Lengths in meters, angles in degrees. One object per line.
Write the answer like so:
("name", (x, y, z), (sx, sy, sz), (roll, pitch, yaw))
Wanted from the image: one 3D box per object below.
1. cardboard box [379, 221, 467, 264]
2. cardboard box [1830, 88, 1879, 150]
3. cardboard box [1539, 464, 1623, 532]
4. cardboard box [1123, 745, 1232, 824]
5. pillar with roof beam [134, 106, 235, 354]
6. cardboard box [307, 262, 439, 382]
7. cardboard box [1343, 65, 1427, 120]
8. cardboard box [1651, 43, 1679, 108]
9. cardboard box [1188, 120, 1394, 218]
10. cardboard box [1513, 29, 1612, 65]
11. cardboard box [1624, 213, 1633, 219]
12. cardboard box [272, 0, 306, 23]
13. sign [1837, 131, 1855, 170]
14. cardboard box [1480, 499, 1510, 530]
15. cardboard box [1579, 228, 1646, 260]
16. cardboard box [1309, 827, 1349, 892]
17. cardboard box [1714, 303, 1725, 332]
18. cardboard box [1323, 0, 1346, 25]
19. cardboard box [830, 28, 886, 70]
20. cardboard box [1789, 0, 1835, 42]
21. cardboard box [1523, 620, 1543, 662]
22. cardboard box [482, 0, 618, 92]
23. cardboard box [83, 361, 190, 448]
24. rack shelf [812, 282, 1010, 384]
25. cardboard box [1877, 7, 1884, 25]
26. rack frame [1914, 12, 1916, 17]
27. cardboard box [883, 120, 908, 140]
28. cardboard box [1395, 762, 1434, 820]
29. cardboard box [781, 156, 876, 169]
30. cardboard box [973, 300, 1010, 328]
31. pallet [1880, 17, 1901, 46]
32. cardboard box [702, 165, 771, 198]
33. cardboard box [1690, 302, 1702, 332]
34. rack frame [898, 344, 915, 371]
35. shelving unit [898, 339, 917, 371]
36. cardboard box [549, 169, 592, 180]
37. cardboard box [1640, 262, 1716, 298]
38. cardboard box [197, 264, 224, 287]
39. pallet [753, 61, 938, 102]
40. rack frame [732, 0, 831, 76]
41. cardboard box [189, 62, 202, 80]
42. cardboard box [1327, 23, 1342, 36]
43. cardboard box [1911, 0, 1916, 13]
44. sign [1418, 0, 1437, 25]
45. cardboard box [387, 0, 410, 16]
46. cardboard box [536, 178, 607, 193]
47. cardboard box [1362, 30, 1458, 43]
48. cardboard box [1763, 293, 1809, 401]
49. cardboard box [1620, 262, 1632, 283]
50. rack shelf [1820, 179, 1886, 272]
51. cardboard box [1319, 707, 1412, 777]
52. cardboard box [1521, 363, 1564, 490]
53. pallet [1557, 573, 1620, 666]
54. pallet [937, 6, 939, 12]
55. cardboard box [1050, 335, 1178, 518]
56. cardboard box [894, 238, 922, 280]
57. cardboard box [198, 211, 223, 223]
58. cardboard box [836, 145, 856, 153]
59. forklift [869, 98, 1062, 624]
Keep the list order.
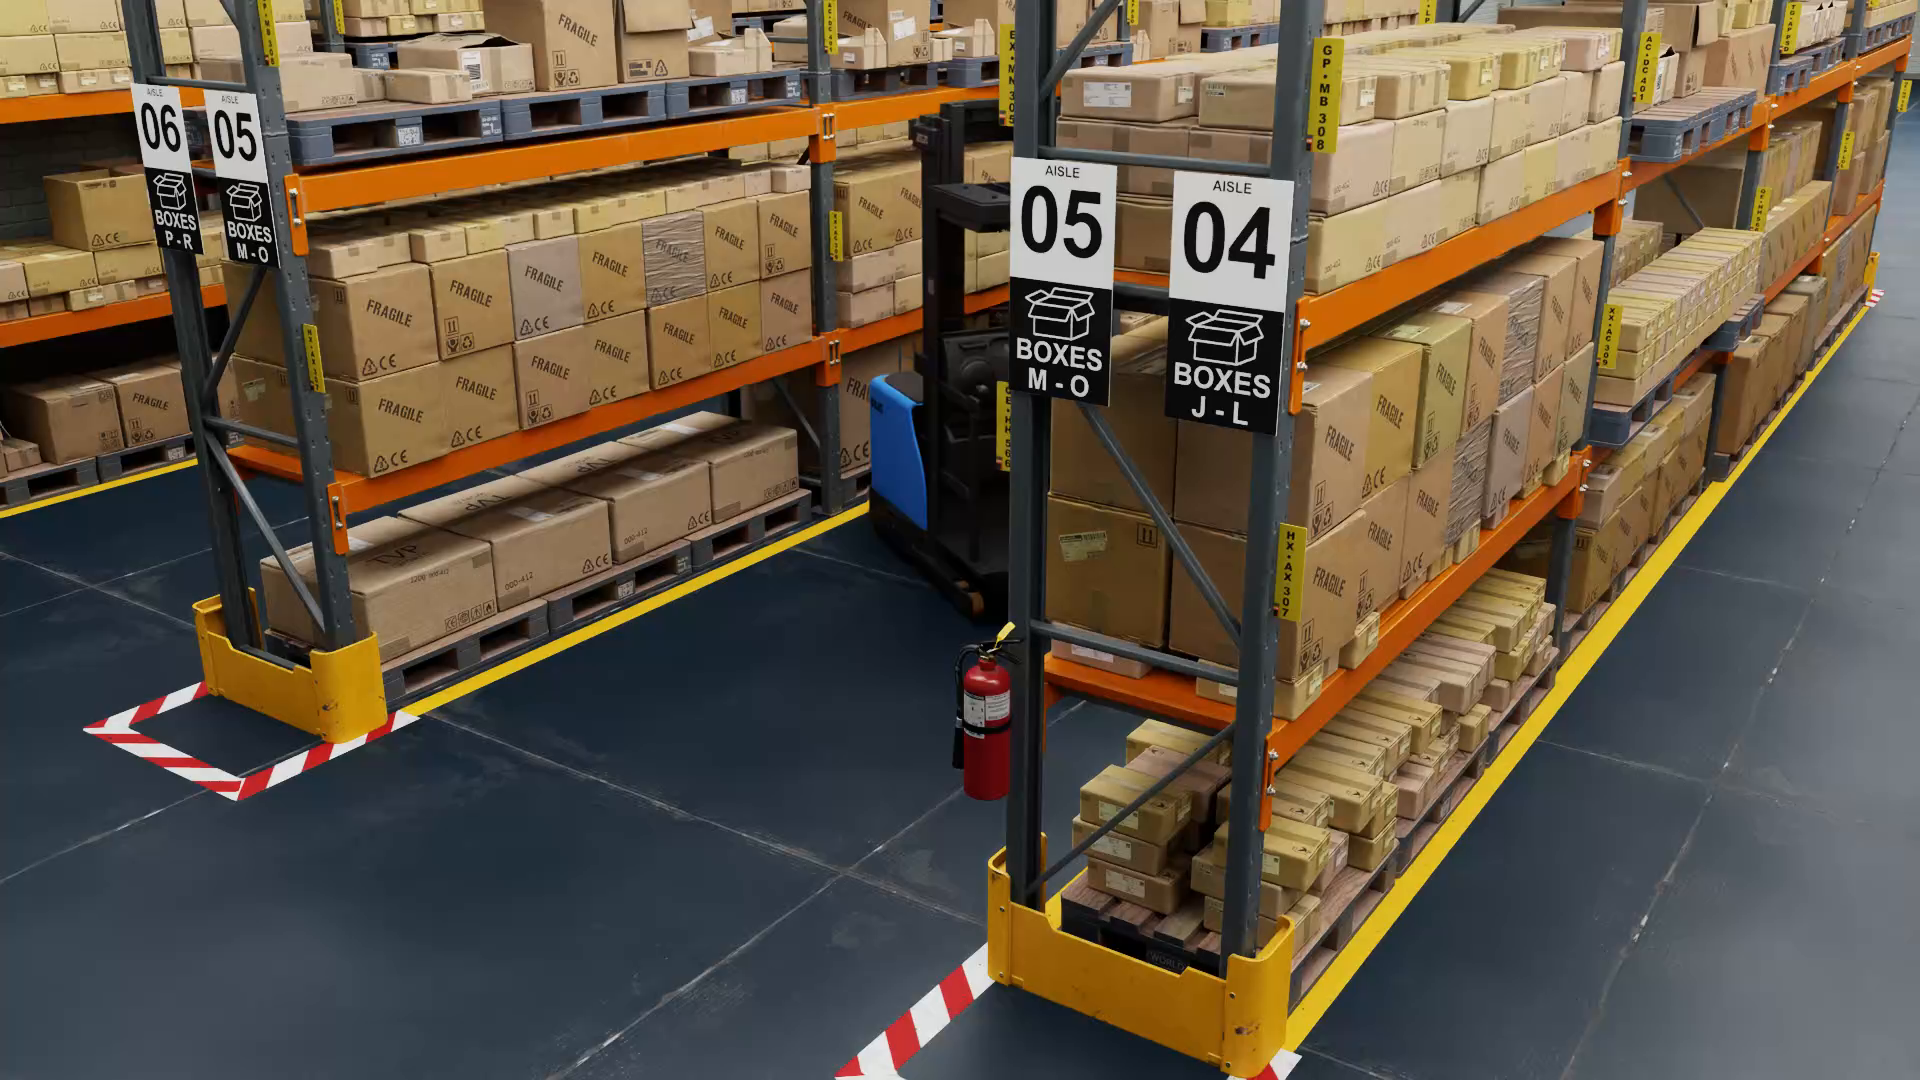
("cardboard box", (-2.772, -1.539, 8.581), (0.380, 0.149, 0.250), (14, 25, 33))
("cardboard box", (8.524, -4.175, 16.454), (0.875, 0.550, 0.500), (13, 24, 32))
("cardboard box", (3.503, -0.278, 9.609), (0.500, 0.250, 0.500), (12, 23, 29))
("cardboard box", (0.897, 1.006, 6.869), (0.380, 0.149, 0.250), (14, 24, 33))
("pillar with roof beam", (-2.965, -4.594, 10.715), (9.100, 9.000, 0.400), (13, 24, 32))
("cardboard box", (-3.025, -1.128, 8.405), (0.500, 0.500, 0.500), (13, 24, 31))
("cardboard box", (1.362, -1.533, 5.683), (0.380, 0.149, 0.250), (13, 24, 32))
("cardboard box", (3.538, -2.515, 8.939), (0.500, 0.311, 0.500), (13, 24, 31))
("cardboard box", (1.088, -1.242, 5.472), (0.500, 0.250, 0.500), (14, 24, 33))
("cardboard box", (2.779, -2.278, 7.697), (0.380, 0.149, 0.250), (14, 24, 33))
("cardboard box", (5.430, -2.260, 12.907), (0.500, 0.500, 0.500), (13, 24, 32))
("cardboard box", (-5.473, -4.163, 12.939), (0.500, 0.250, 0.500), (13, 24, 32))
("sign", (7.821, -3.439, 14.684), (0.100, 0.325, 0.005), (13, 24, 32))
("cardboard box", (2.355, -0.183, 7.797), (0.380, 0.149, 0.250), (12, 23, 30))
("cardboard box", (4.407, -2.005, 11.261), (0.380, 0.149, 0.250), (13, 24, 32))
("cardboard box", (1.328, 1.239, 6.666), (0.380, 0.149, 0.250), (13, 24, 32))
("cardboard box", (4.642, -1.444, 10.601), (0.380, 0.149, 0.250), (12, 23, 29))
("cardboard box", (3.690, -5.522, 17.332), (0.500, 0.250, 0.500), (13, 24, 31))
("cardboard box", (-0.711, -3.293, 11.110), (0.396, 0.266, 0.258), (13, 24, 31))
("cardboard box", (6.563, -4.099, 13.079), (0.500, 0.311, 0.500), (12, 24, 30))
("cardboard box", (2.813, 0.492, 8.686), (0.380, 0.149, 0.250), (12, 23, 29))
("cardboard box", (-2.273, -2.777, 9.230), (0.500, 0.500, 0.500), (14, 24, 33))
("cardboard box", (-6.322, -1.048, 12.773), (0.500, 0.500, 0.500), (14, 24, 33))
("rack shelf", (-0.157, -1.914, 13.152), (1.077, 0.370, 4.000), (13, 24, 32))
("cardboard box", (8.138, -4.753, 15.081), (0.380, 0.149, 0.250), (13, 24, 32))
("rack frame", (9.615, -6.998, 17.212), (1.000, 3.000, 0.127), (13, 24, 32))
("cardboard box", (-0.956, -4.913, 19.719), (0.500, 0.250, 0.500), (13, 24, 31))
("cardboard box", (1.904, 1.097, 7.480), (0.380, 0.149, 0.250), (12, 23, 29))
("cardboard box", (-0.953, -2.520, 12.169), (0.500, 0.500, 0.500), (14, 24, 33))
("cardboard box", (0.005, -1.588, 13.693), (0.875, 0.875, 0.875), (14, 24, 32))
("pallet", (8.521, -4.983, 16.217), (1.003, 0.211, 1.213), (13, 24, 32))
("cardboard box", (-1.429, -2.293, 10.619), (0.380, 0.149, 0.250), (14, 24, 33))
("cardboard box", (4.205, -1.360, 9.947), (0.380, 0.149, 0.250), (13, 24, 31))
("rack frame", (-0.322, -0.761, 11.592), (0.240, 1.200, 0.006), (12, 24, 30))
("shelving unit", (-0.273, -0.787, 11.664), (0.258, 1.200, 0.189), (12, 24, 30))
("cardboard box", (-3.905, -3.533, 15.738), (0.797, 0.503, 0.637), (13, 24, 31))
("cardboard box", (4.346, -1.572, 10.090), (0.380, 0.149, 0.250), (14, 25, 33))
("cardboard box", (-5.904, -2.079, 12.923), (0.380, 0.149, 0.250), (13, 24, 31))
("pallet", (-0.807, -3.267, 11.726), (0.805, 0.209, 1.217), (12, 24, 30))
("rack frame", (-1.281, -4.491, 10.435), (1.000, 3.000, 0.127), (13, 24, 32))
("cardboard box", (-5.787, -3.558, 12.599), (0.380, 0.149, 0.250), (13, 24, 32))
("cardboard box", (3.789, -5.367, 17.489), (0.380, 0.149, 0.250), (13, 24, 32))
("cardboard box", (9.566, -5.483, 17.054), (0.380, 0.149, 0.250), (14, 24, 32))
("sign", (2.408, -2.682, 8.556), (0.100, 0.325, 0.005), (13, 24, 32))
("cardboard box", (-4.767, -4.407, 13.716), (0.380, 0.149, 0.250), (14, 24, 33))
("cardboard box", (-2.350, -2.081, 10.047), (0.380, 0.149, 0.250), (13, 24, 32))
("cardboard box", (2.047, -2.242, 7.601), (0.380, 0.149, 0.250), (12, 24, 30))
("cardboard box", (6.546, -1.707, 14.192), (1.050, 0.750, 0.750), (13, 24, 32))
("cardboard box", (4.241, -1.780, 11.081), (0.380, 0.149, 0.250), (13, 24, 32))
("rack shelf", (8.491, -3.273, 16.826), (1.077, 0.370, 4.000), (13, 24, 32))
("cardboard box", (1.734, 0.869, 7.239), (0.380, 0.149, 0.250), (14, 25, 34))
("cardboard box", (2.538, -0.585, 7.949), (0.500, 0.500, 0.500), (13, 24, 30))
("pallet", (3.306, 0.343, 10.033), (1.003, 0.211, 1.213), (13, 24, 32))
("pallet", (0.253, -6.903, 21.408), (1.003, 0.211, 1.213), (13, 24, 32))
("cardboard box", (0.672, -0.429, 6.086), (0.500, 0.500, 0.500), (13, 24, 31))
("cardboard box", (-0.531, -2.068, 12.027), (0.500, 0.250, 0.500), (14, 24, 33))
("cardboard box", (-6.167, -2.479, 13.430), (0.500, 0.250, 0.500), (13, 24, 31))
("cardboard box", (-1.541, -4.392, 19.031), (0.500, 0.250, 0.500), (13, 24, 32))
("forklift", (0.428, -1.067, 9.924), (1.130, 2.935, 3.031), (-9, 22, -22))
